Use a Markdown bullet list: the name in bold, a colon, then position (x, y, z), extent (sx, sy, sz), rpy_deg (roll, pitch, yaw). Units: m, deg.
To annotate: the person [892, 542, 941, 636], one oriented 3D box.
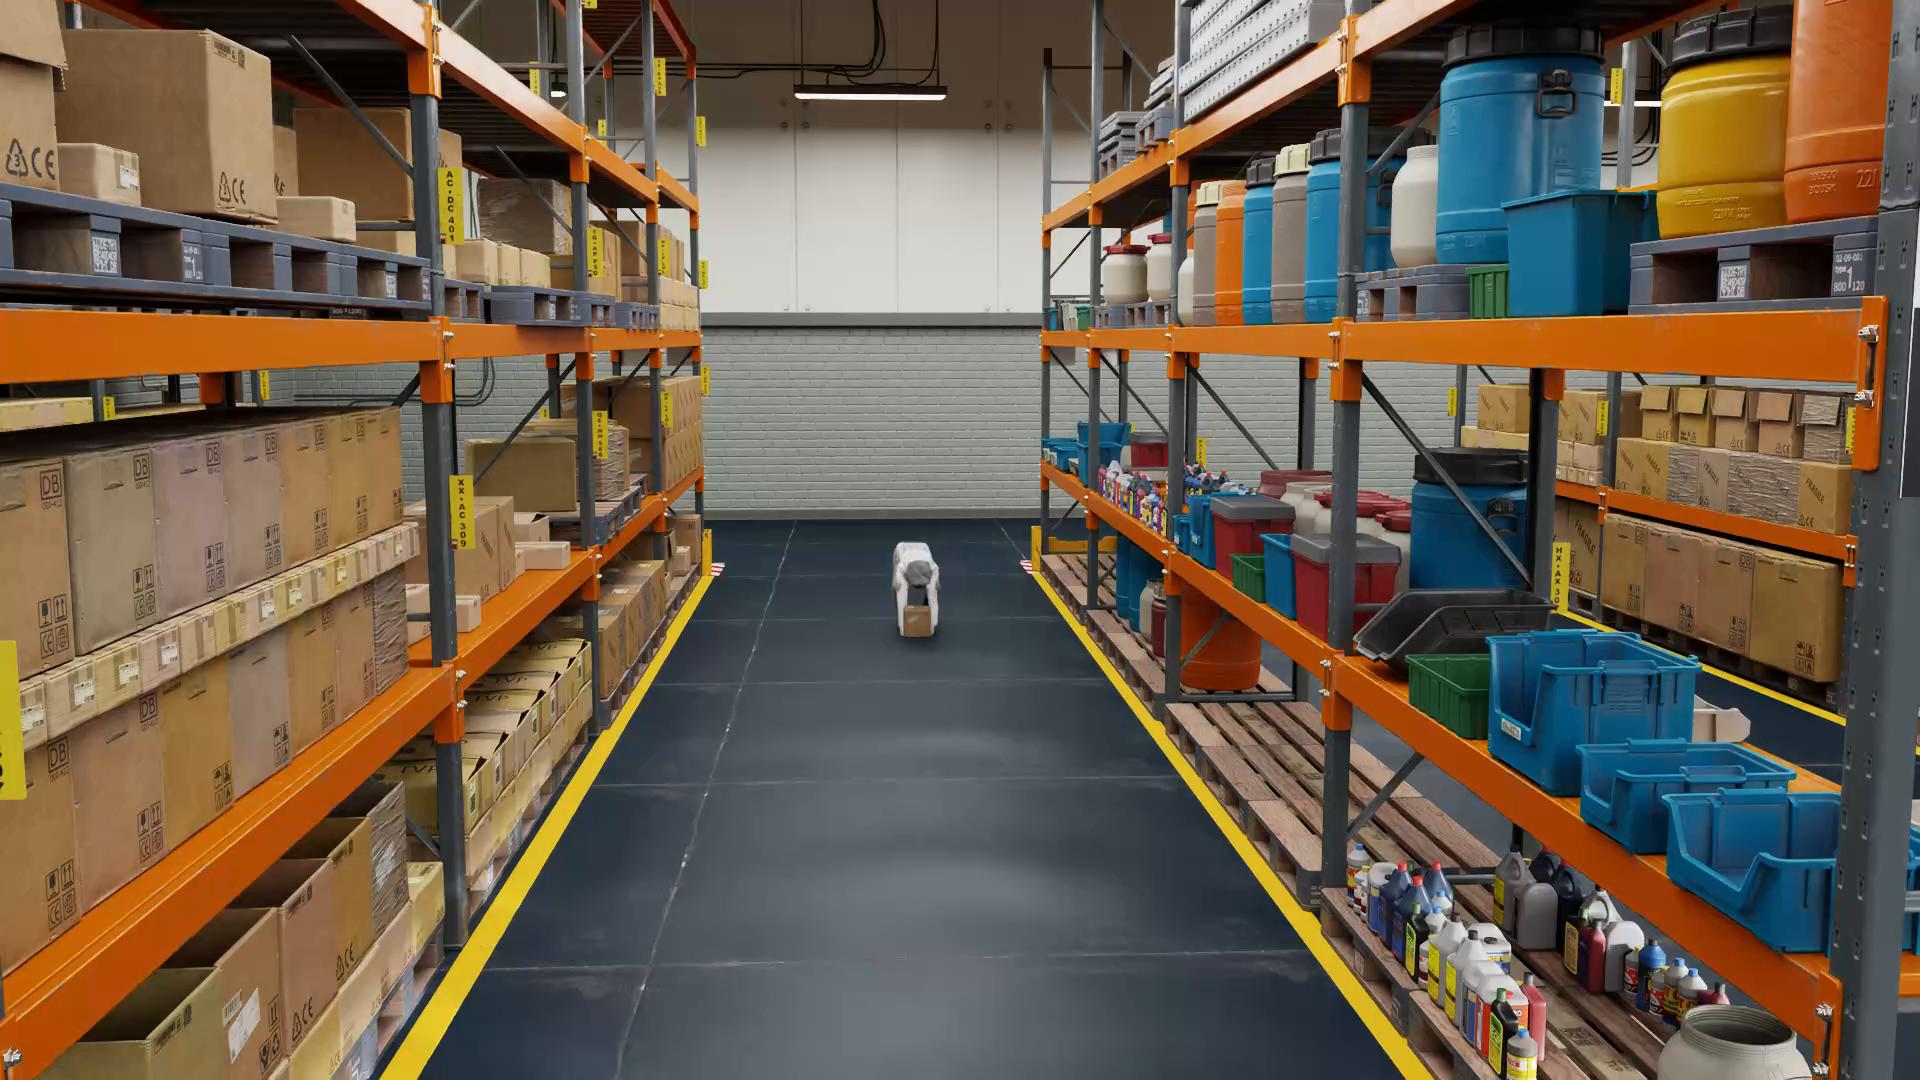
- **person**: position (-0.409, 0.452, 15.669), extent (0.461, 0.822, 0.897), rpy_deg (-1, 7, -6)
